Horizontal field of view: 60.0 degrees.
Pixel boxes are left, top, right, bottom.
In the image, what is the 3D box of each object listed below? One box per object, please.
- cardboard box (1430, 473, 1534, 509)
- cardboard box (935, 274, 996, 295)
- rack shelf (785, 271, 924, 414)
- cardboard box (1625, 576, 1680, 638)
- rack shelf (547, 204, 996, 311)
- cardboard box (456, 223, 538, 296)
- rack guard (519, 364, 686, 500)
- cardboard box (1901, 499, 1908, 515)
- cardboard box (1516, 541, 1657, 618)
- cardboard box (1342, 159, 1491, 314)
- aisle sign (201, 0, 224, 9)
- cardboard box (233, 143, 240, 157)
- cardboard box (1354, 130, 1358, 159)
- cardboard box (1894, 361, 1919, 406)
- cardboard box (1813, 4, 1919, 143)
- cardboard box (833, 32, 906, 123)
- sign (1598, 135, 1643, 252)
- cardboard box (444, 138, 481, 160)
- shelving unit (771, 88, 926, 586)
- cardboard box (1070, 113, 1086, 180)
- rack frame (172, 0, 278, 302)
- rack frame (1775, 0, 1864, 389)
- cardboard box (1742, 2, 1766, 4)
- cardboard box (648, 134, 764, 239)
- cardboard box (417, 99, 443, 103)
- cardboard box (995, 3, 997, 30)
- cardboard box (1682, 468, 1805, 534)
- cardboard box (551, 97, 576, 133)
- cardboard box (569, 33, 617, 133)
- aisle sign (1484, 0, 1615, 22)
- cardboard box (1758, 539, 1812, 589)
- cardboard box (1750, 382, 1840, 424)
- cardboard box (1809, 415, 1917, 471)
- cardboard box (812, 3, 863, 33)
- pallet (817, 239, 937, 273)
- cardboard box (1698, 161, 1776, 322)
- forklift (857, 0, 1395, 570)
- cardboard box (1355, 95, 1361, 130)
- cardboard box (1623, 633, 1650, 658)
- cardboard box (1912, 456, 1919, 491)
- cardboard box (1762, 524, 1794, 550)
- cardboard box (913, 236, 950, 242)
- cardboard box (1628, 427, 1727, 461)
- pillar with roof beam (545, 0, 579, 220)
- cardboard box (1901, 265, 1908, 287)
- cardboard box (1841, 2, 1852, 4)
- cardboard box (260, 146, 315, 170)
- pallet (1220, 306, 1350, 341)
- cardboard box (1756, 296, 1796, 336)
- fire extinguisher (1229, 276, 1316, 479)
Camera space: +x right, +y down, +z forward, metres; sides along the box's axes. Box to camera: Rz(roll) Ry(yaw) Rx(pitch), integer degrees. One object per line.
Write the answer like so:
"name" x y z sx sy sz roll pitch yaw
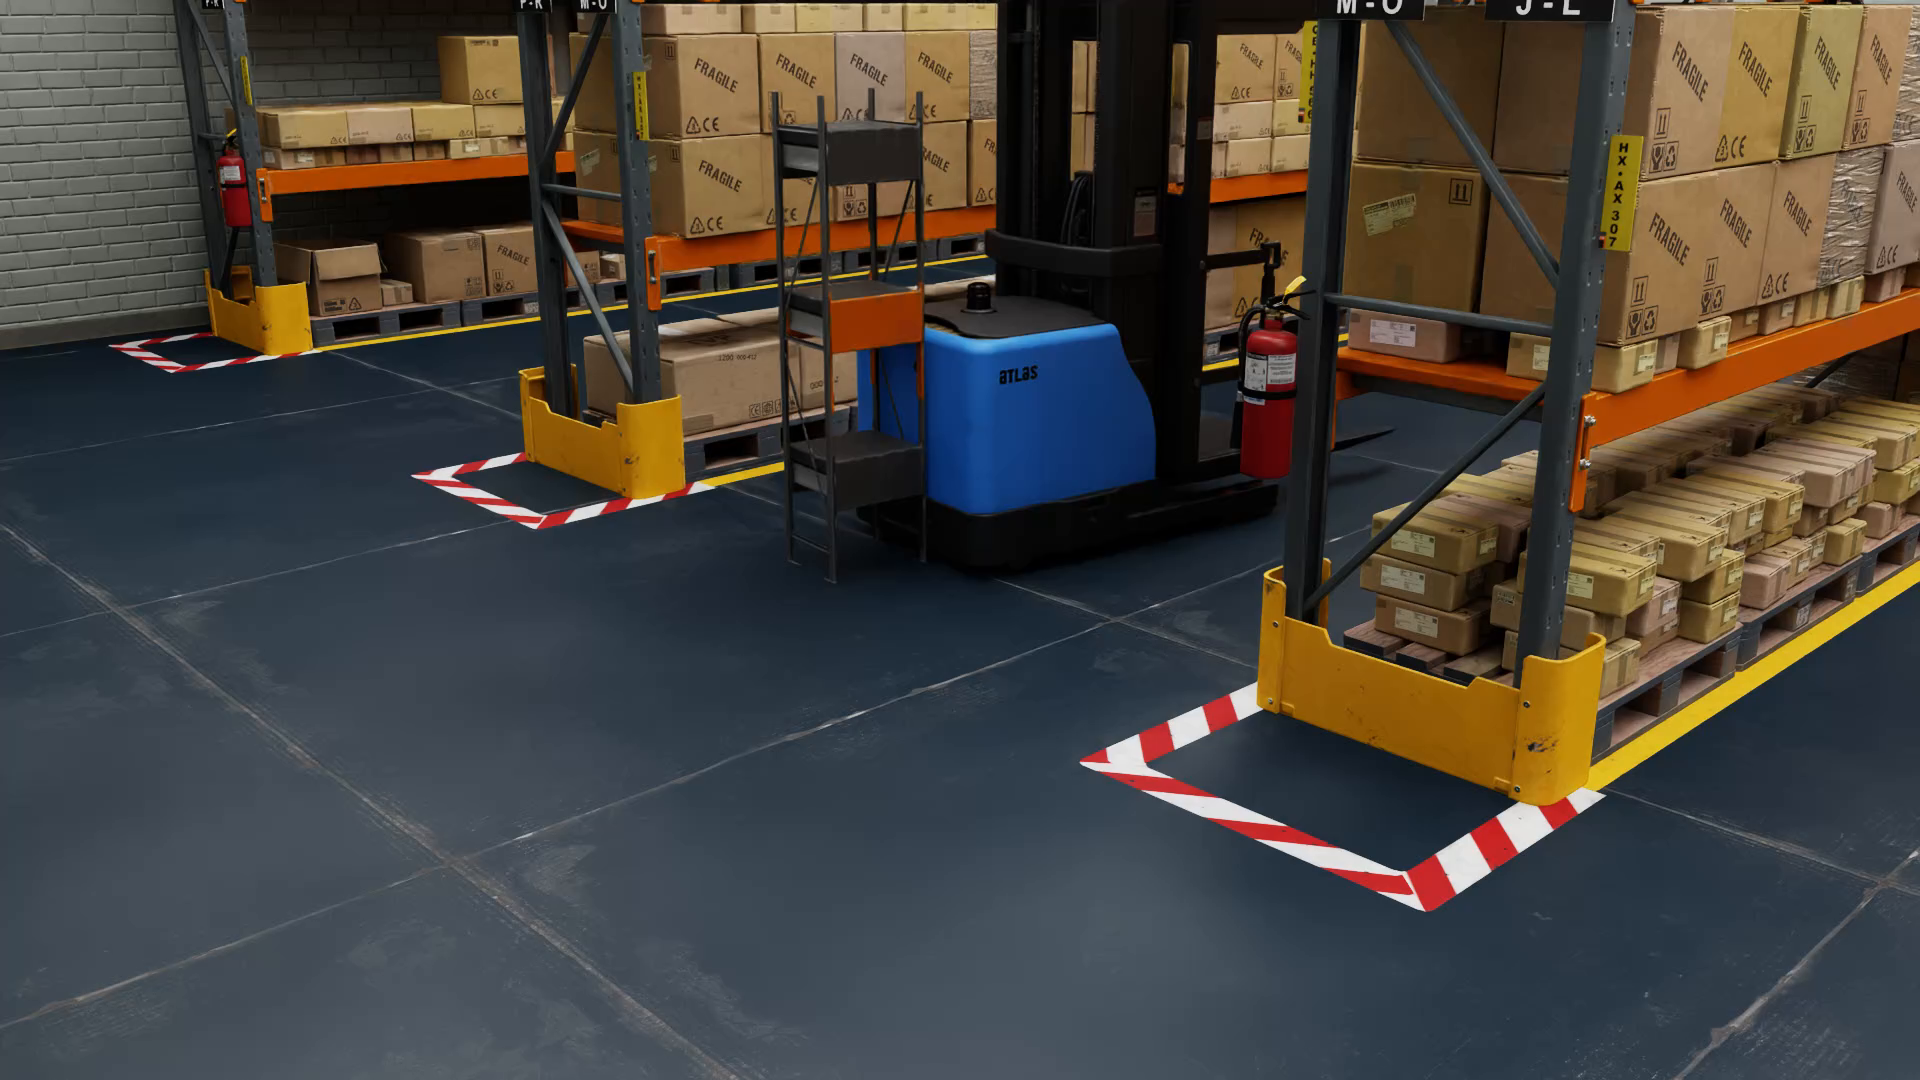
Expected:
"cardboard box" 2.069 -0.133 6.507 0.250 0.149 0.380 -17 25 -42
"cardboard box" 0.438 -1.521 11.285 0.875 0.438 0.875 -17 24 -42
"rack shelf" -0.476 -0.879 7.337 0.480 0.518 0.431 -13 22 -34
"cardboard box" 2.330 0.203 5.955 0.250 0.149 0.380 -16 24 -41
"rack shelf" -0.486 -1.883 10.095 4.000 0.370 1.077 -16 24 -41
"cardboard box" -3.742 -2.294 13.568 0.500 0.500 0.500 -16 24 -40
"rack guard" -1.956 -0.607 9.046 0.348 0.500 1.175 -16 24 -41
"cardboard box" 4.145 -0.209 7.707 0.250 0.149 0.380 -15 23 -39
"cardboard box" 2.150 0.125 5.712 0.380 0.149 0.250 17 24 41
"cardboard box" 1.685 -1.055 5.731 0.500 0.500 0.500 -16 24 -40
"aisle sign" -5.200 -4.069 11.456 0.004 0.787 0.394 -16 24 -41
"cardboard box" -5.296 -2.924 12.546 0.250 0.149 0.380 -17 24 -41
"cardboard box" 2.948 -3.045 12.755 0.500 0.250 0.500 -17 24 -41
"cardboard box" 5.161 -0.669 8.556 0.500 0.500 0.500 -15 23 -39
"cardboard box" 3.532 -1.849 6.559 0.500 0.500 0.500 -15 24 -39
"cardboard box" -0.655 -2.584 9.308 0.500 0.500 0.500 -16 24 -41
"sign" 1.908 -1.004 4.813 0.005 0.325 0.100 -16 24 -41
"cardboard box" -3.954 -3.063 12.976 0.380 0.149 0.250 17 25 42
"shelving unit" -0.476 -0.892 7.333 0.503 2.100 0.431 -13 22 -34
"cardboard box" 0.436 -2.431 10.455 0.500 0.500 0.500 -17 25 -42
"rack frame" -5.352 -2.913 12.105 0.127 3.000 1.000 -16 24 -41
"rack frame" 4.442 -1.561 7.935 0.127 3.000 1.000 -16 24 -41
"cardboard box" 7.635 -5.157 16.760 0.500 0.500 0.700 -16 24 -41
"cardboard box" -1.393 -1.886 8.776 0.500 0.500 0.500 -17 24 -41
"cardboard box" -4.081 -3.463 13.564 0.500 0.250 0.500 -16 24 -41
"cardboard box" 0.180 -3.143 9.980 0.250 0.149 0.380 -16 24 -41
"cardboard box" 3.092 -0.158 6.586 0.250 0.149 0.380 -16 24 -40
"cardboard box" -3.373 -3.456 13.541 0.500 0.250 0.500 -16 24 -41
"cardboard box" -1.752 -2.480 8.987 0.500 0.500 0.500 -15 23 -39
"aisle sign" 1.688 -1.867 4.665 0.004 0.787 0.394 -16 24 -41
"cardboard box" 3.251 0.073 6.837 0.250 0.149 0.380 -16 24 -41
"cardboard box" 4.049 -0.661 8.137 0.250 0.149 0.380 -15 23 -39
"cardboard box" 4.028 -0.436 7.444 0.250 0.149 0.380 -17 24 -41
"cardboard box" -0.748 -2.874 9.151 0.250 0.149 0.380 -16 24 -40
"pallet" -0.994 -2.874 16.508 1.213 0.211 1.003 -16 24 -41
"cardboard box" 2.423 -1.055 5.730 0.500 0.500 0.500 -16 24 -41
"forklift" 0.983 -1.599 8.165 3.031 2.935 1.130 -13 22 -34
"cardboard box" 2.969 -3.281 12.672 0.500 0.250 0.500 -17 25 -42
"cardboard box" 2.270 0.330 6.045 0.250 0.149 0.380 -16 24 -41
"cardboard box" 4.243 -0.348 7.653 0.380 0.149 0.250 16 24 41
"cardboard box" 3.208 -0.098 6.884 0.250 0.149 0.380 -15 23 -38
"cardboard box" -0.448 -3.266 16.565 0.500 0.500 0.500 -15 23 -39
"cardboard box" 3.102 -0.379 7.267 0.380 0.149 0.250 17 24 42
"pillar with roof beam" -0.613 -5.704 10.986 0.400 9.000 9.100 -16 24 -41
"cardboard box" 3.813 -1.167 7.128 0.380 0.149 0.250 17 25 42
"cardboard box" 9.466 -5.699 18.433 0.500 0.500 0.700 -17 25 -42
"cardboard box" -4.925 -2.801 12.169 0.250 0.149 0.380 -16 24 -41
"pallet" 2.363 -1.763 13.079 1.213 0.211 1.003 -16 24 -41
"cardboard box" 2.892 -0.881 6.245 0.250 0.149 0.380 -17 24 -42
"fire extinguisher" 1.035 -0.549 5.545 0.183 0.674 0.296 -16 24 -41
